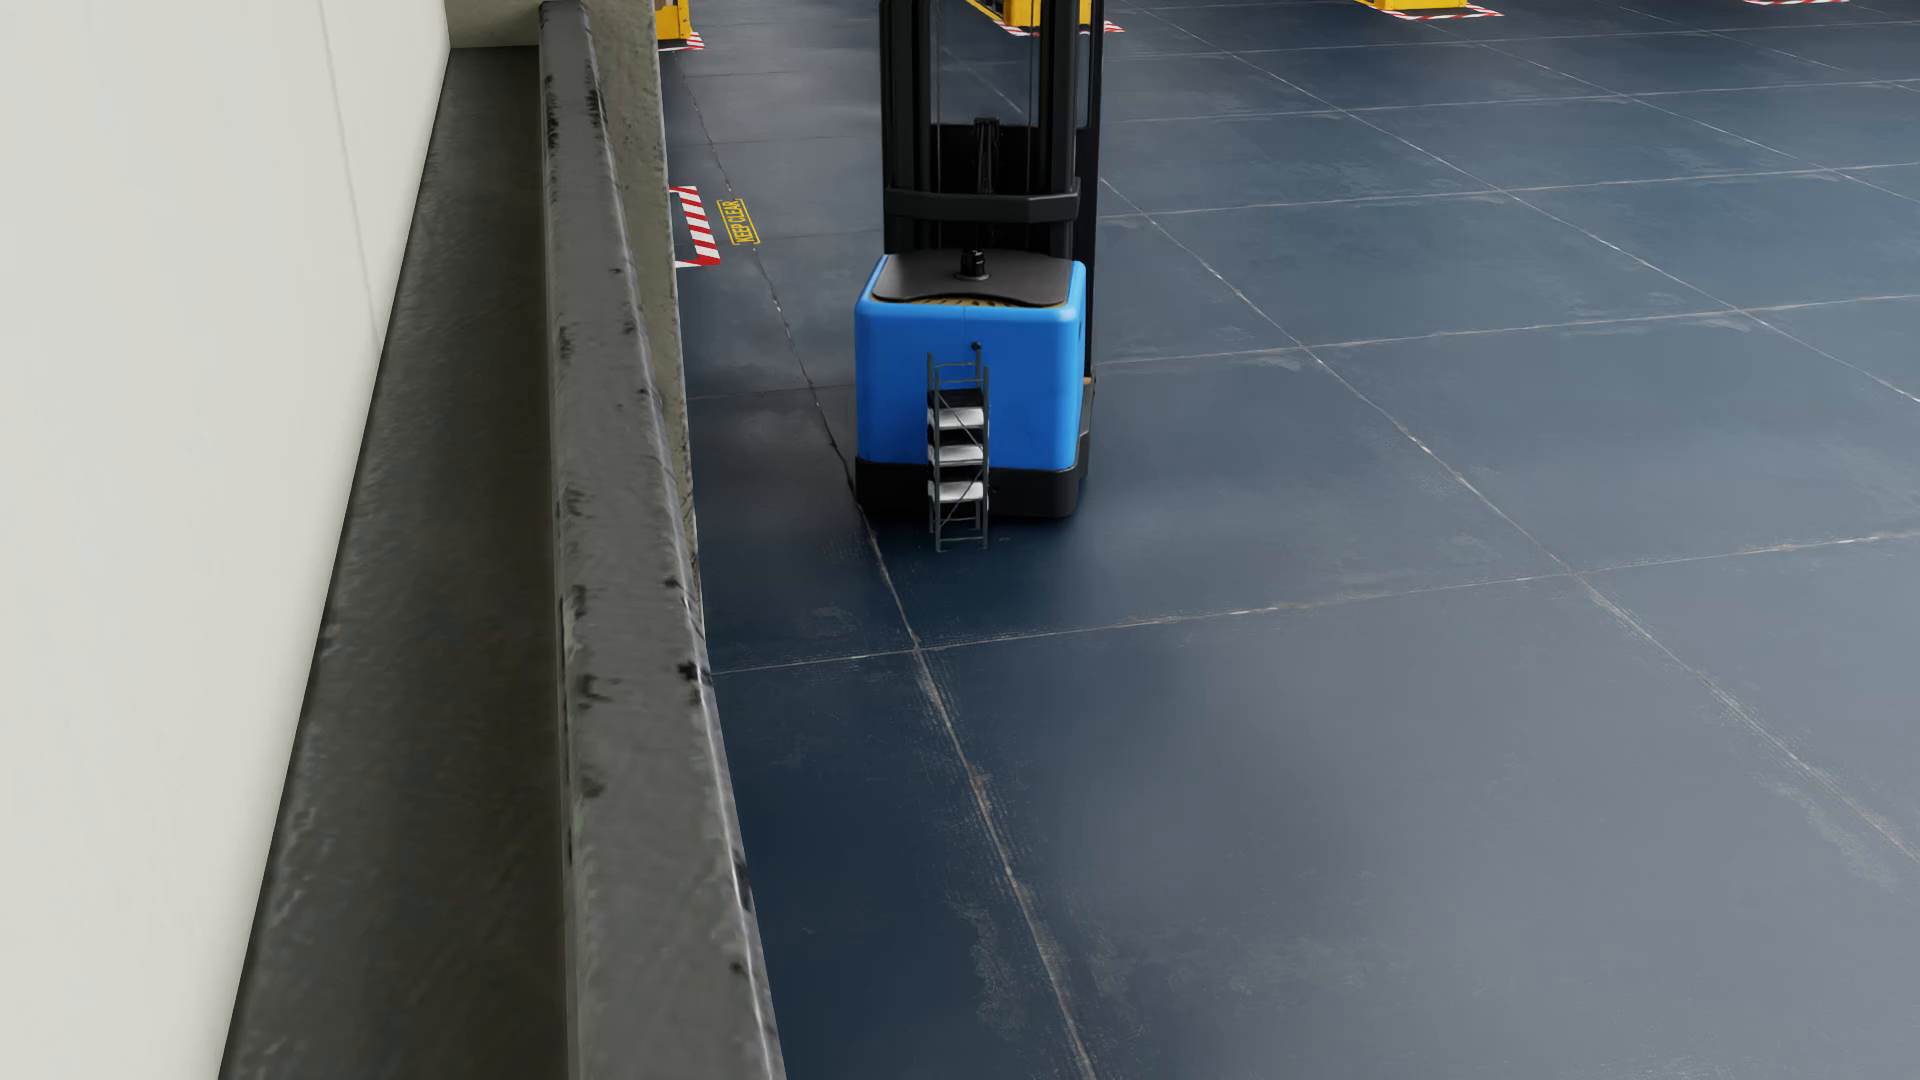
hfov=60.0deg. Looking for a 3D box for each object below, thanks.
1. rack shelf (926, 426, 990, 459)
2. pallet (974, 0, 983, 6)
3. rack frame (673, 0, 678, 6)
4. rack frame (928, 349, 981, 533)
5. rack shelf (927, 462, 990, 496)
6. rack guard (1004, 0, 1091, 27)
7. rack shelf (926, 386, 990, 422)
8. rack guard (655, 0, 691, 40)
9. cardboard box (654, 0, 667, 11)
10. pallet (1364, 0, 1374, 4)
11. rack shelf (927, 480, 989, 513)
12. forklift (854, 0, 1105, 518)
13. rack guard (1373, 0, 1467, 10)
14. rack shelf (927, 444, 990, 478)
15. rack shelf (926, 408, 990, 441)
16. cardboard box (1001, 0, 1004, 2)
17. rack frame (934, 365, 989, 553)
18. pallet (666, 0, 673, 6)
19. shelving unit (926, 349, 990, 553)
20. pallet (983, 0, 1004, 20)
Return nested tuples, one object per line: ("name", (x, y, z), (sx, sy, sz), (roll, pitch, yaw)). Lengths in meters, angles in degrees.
("rack shelf", (-0.010, -0.448, 7.512), (0.258, 0.077, 0.200), (-4, 27, -8))
("pallet", (0.635, -7.258, 21.895), (1.003, 0.211, 1.213), (-6, 27, -12))
("rack frame", (-3.706, -7.132, 18.551), (1.000, 3.000, 0.127), (-6, 27, -12))
("rack frame", (-0.026, -0.442, 7.627), (0.240, 0.900, 0.006), (-4, 27, -8))
("rack shelf", (-0.009, -0.287, 7.593), (0.258, 0.077, 0.200), (-4, 27, -8))
("rack guard", (1.125, -6.510, 20.093), (1.175, 0.500, 0.348), (-6, 27, -12))
("rack shelf", (-0.010, -0.608, 7.431), (0.258, 0.077, 0.200), (-4, 27, -8))
("rack guard", (-3.723, -6.049, 19.181), (1.175, 0.500, 0.348), (-6, 27, -12))
("cardboard box", (-3.774, -6.441, 19.678), (0.500, 0.311, 0.500), (-9, 28, -17))
("pallet", (5.706, -7.279, 21.937), (1.003, 0.211, 1.213), (-6, 27, -12))
("rack shelf", (-0.009, -0.207, 7.634), (0.258, 0.077, 0.200), (-4, 27, -8))
("forklift", (0.180, -2.046, 8.551), (1.130, 2.935, 3.031), (3, 27, 6))
("rack guard", (5.884, -7.051, 21.164), (1.175, 0.500, 0.348), (-6, 27, -12))
("rack shelf", (-0.010, -0.367, 7.553), (0.258, 0.077, 0.200), (-4, 27, -8))
("rack shelf", (-0.010, -0.528, 7.472), (0.258, 0.077, 0.200), (-4, 27, -8))
("cardboard box", (0.711, -6.802, 20.483), (0.500, 0.250, 0.500), (-6, 27, -12))
("rack frame", (0.007, -0.352, 7.448), (0.240, 0.900, 0.006), (-4, 27, -8))
("pallet", (-3.871, -6.281, 19.959), (1.003, 0.211, 1.213), (-6, 27, -12))
("shelving unit", (-0.010, -0.397, 7.538), (0.258, 0.900, 0.210), (-4, 27, -8))
("pallet", (0.907, -6.723, 20.836), (1.003, 0.211, 1.213), (-6, 27, -12))
